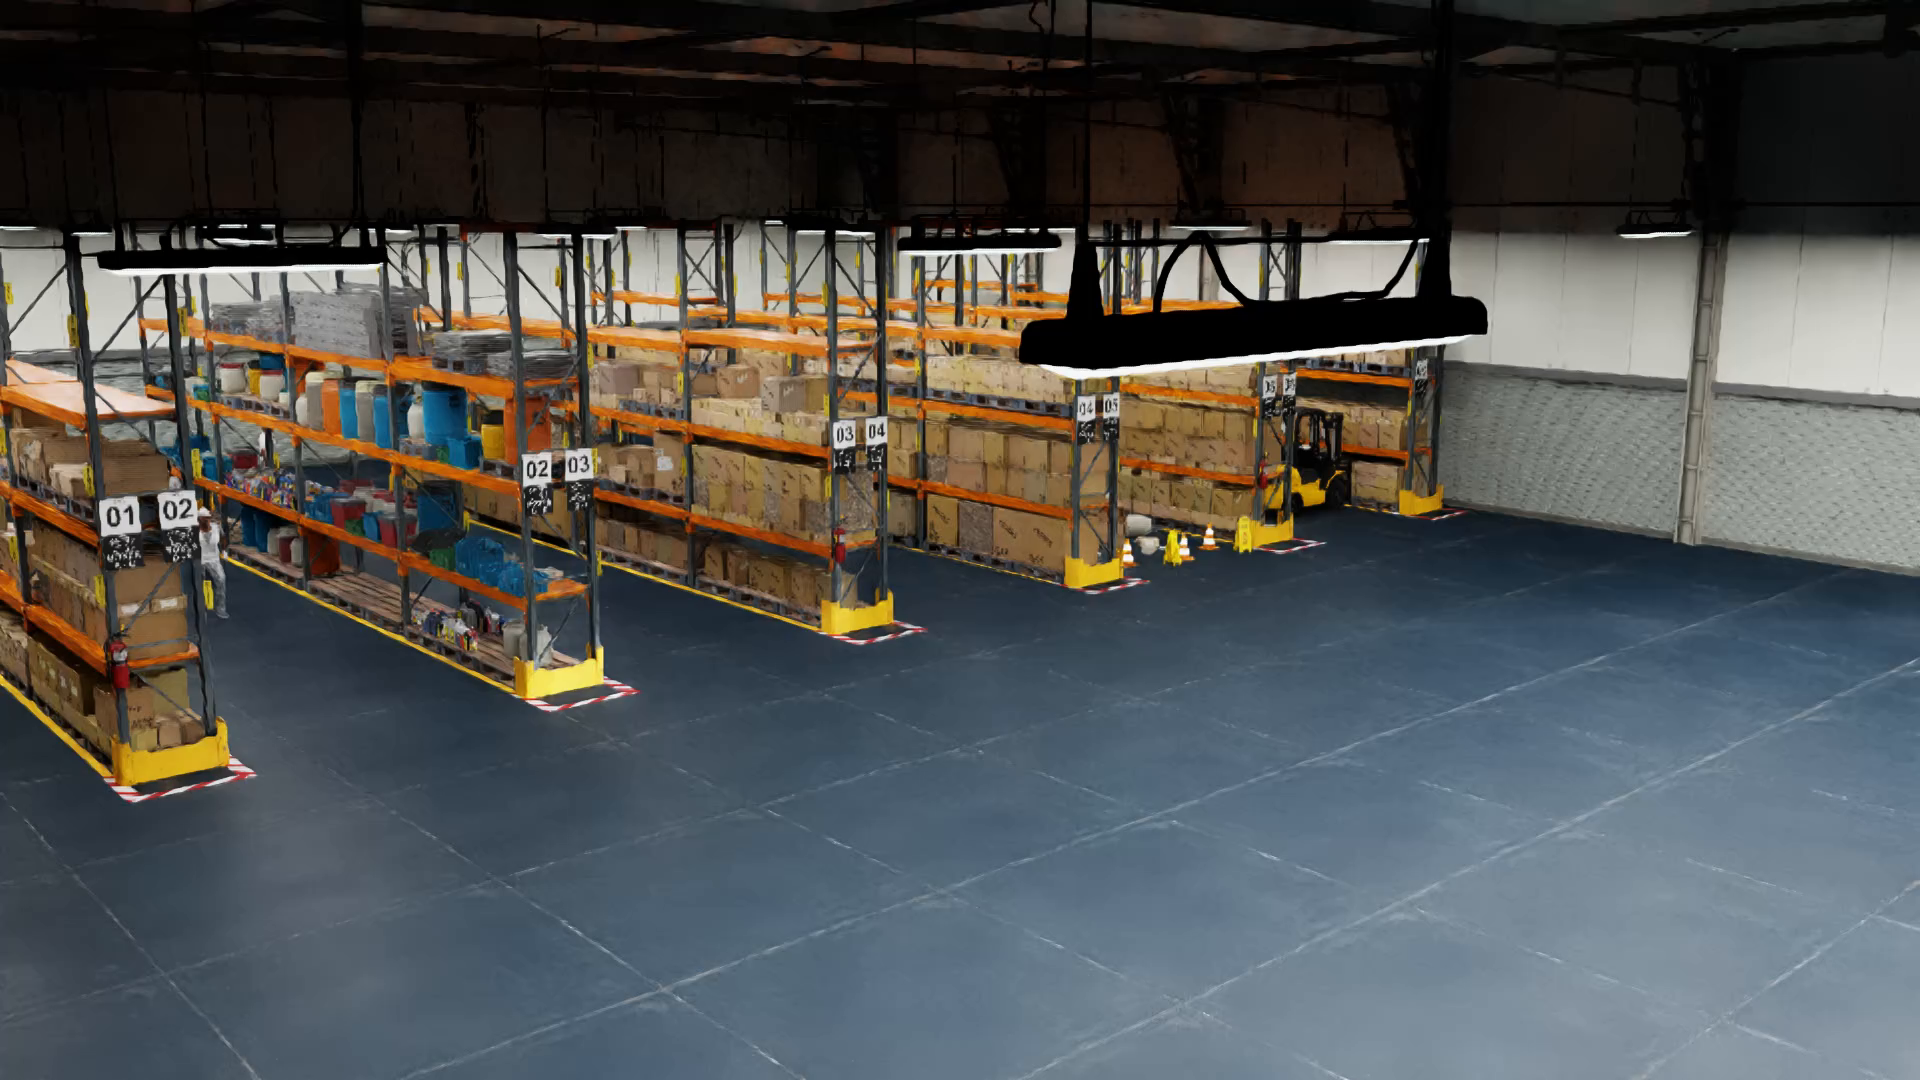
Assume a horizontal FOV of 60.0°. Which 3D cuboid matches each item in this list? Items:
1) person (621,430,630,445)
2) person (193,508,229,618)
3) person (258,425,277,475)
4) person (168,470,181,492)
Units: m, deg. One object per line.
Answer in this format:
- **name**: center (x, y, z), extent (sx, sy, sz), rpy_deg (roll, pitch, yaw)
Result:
- **person**: center (-8.759, -3.181, 43.228), extent (0.595, 1.743, 0.579), rpy_deg (-1, 11, -5)
- **person**: center (-11.706, 0.335, 25.854), extent (0.721, 1.715, 0.843), rpy_deg (-8, 14, -36)
- **person**: center (-14.903, -1.725, 35.897), extent (0.532, 1.759, 0.731), rpy_deg (-1, 11, -5)
- **person**: center (-14.508, -0.623, 30.706), extent (0.568, 1.668, 0.492), rpy_deg (-3, 12, -14)
